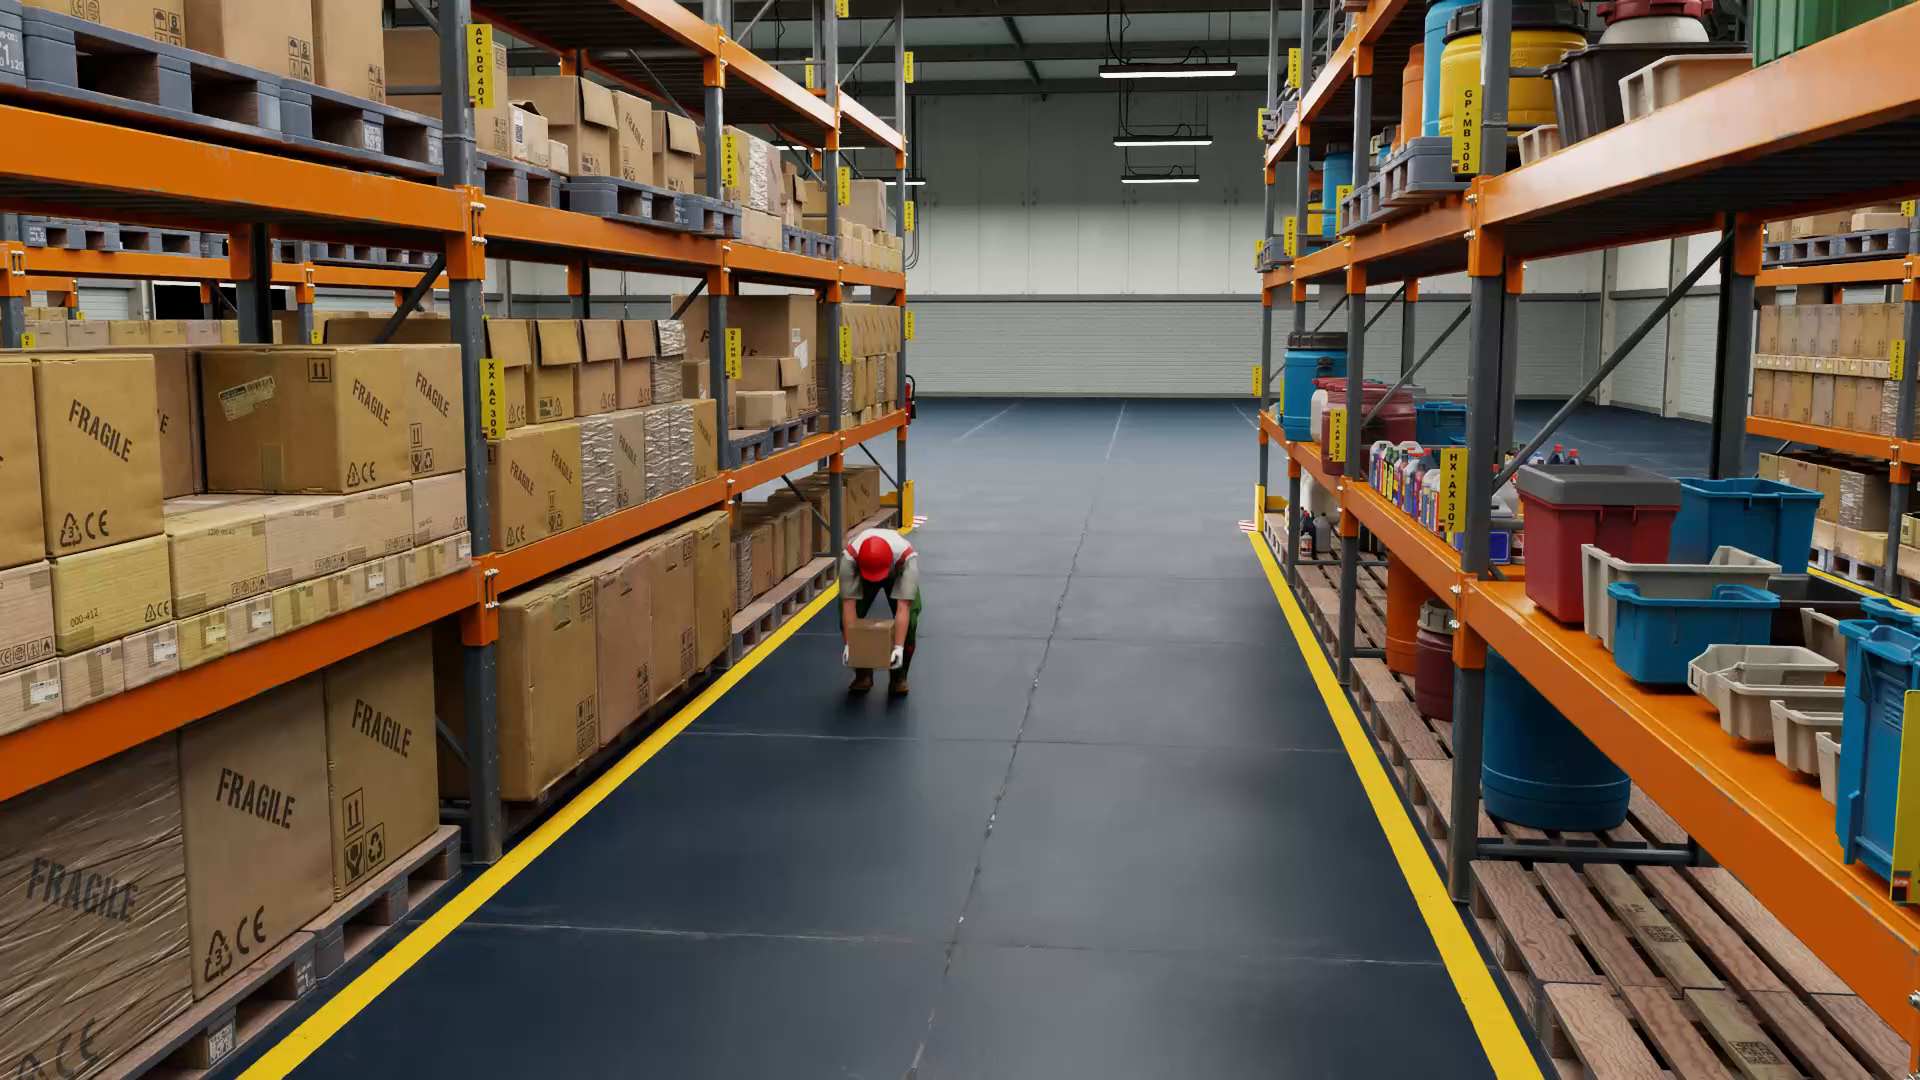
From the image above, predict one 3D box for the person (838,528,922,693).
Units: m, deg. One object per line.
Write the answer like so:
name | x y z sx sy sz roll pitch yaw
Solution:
person | -0.502 0.443 10.197 0.522 1.039 0.958 0 8 3
